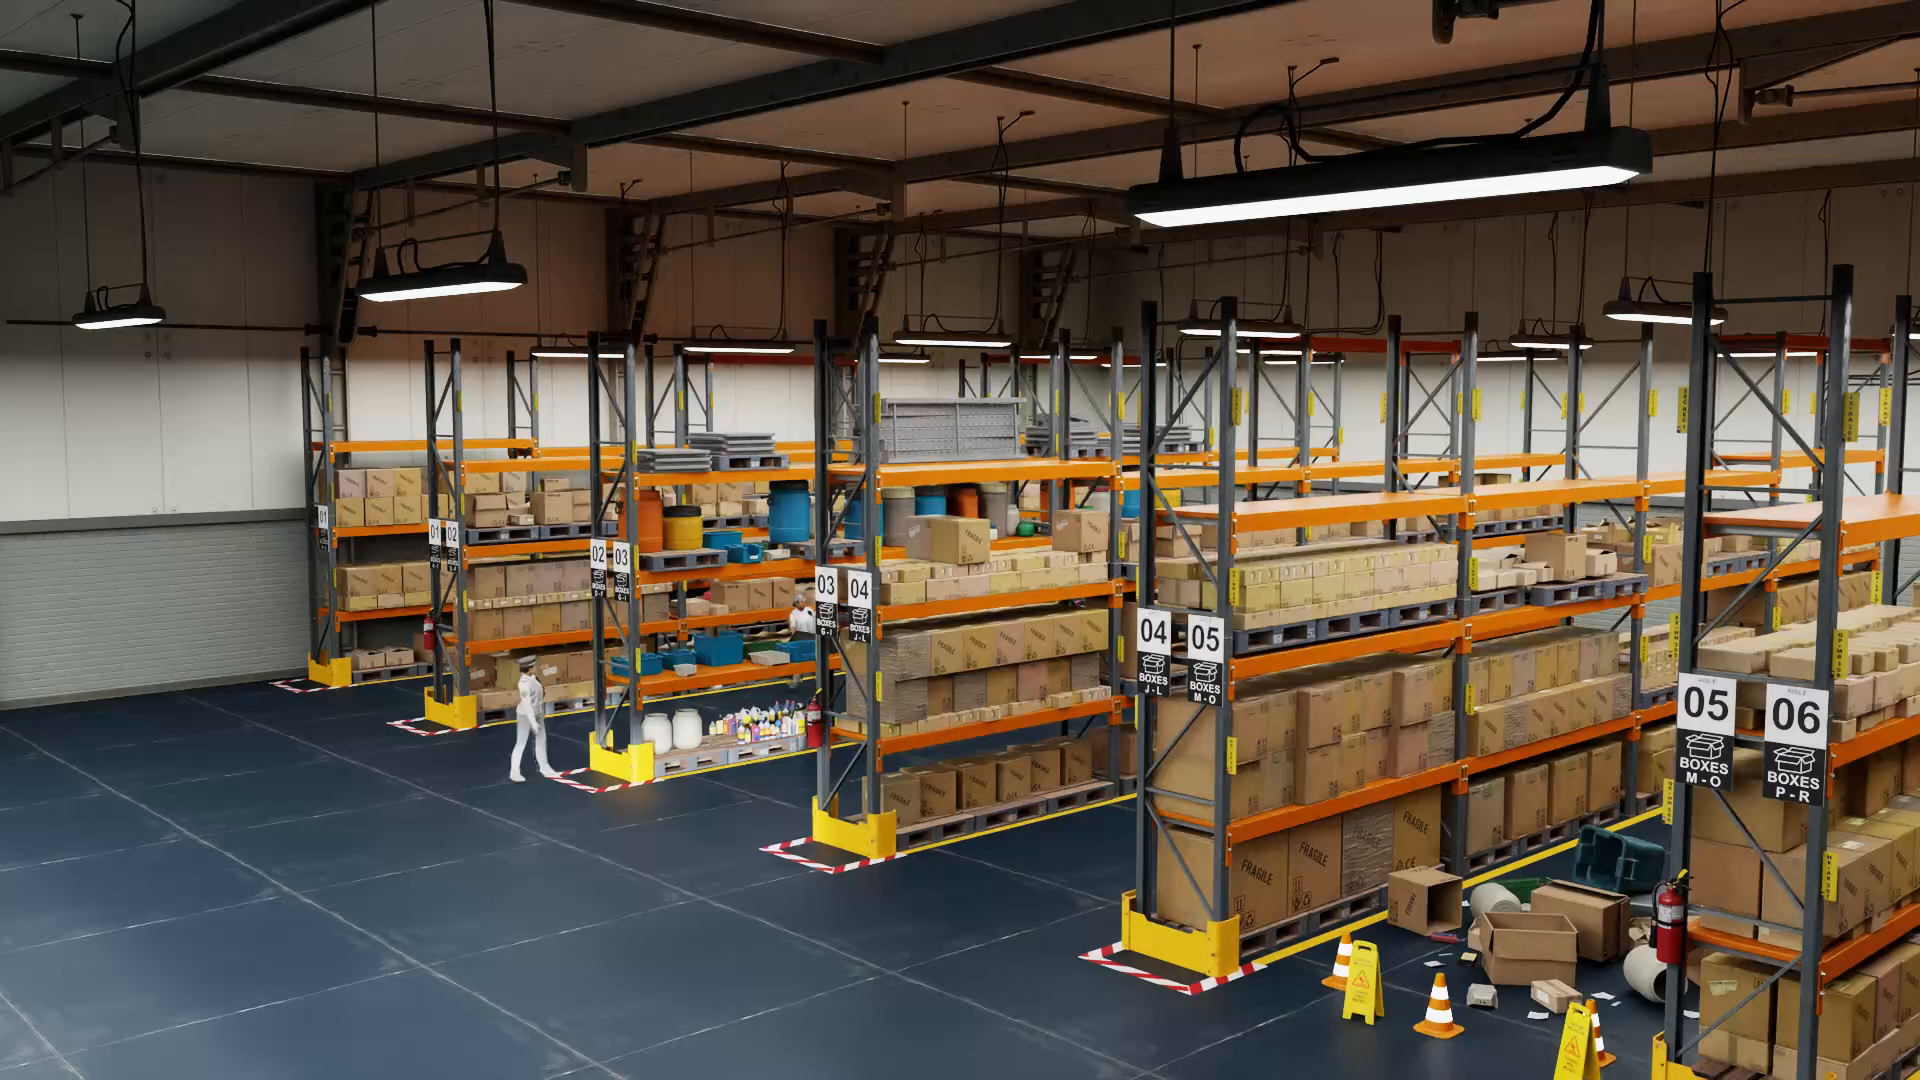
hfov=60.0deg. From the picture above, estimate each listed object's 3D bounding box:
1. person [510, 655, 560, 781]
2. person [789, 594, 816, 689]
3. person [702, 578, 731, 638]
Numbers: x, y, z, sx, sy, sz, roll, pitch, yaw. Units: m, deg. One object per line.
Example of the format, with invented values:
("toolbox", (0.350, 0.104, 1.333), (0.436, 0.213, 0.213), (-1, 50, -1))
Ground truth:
("person", (-5.736, 2.384, 22.291), (0.517, 1.710, 0.615), (1, 5, 11))
("person", (-2.636, 1.777, 28.824), (0.657, 1.682, 0.531), (-1, 5, -16))
("person", (-4.579, 1.599, 31.234), (0.552, 1.777, 0.568), (-1, 5, -8))
